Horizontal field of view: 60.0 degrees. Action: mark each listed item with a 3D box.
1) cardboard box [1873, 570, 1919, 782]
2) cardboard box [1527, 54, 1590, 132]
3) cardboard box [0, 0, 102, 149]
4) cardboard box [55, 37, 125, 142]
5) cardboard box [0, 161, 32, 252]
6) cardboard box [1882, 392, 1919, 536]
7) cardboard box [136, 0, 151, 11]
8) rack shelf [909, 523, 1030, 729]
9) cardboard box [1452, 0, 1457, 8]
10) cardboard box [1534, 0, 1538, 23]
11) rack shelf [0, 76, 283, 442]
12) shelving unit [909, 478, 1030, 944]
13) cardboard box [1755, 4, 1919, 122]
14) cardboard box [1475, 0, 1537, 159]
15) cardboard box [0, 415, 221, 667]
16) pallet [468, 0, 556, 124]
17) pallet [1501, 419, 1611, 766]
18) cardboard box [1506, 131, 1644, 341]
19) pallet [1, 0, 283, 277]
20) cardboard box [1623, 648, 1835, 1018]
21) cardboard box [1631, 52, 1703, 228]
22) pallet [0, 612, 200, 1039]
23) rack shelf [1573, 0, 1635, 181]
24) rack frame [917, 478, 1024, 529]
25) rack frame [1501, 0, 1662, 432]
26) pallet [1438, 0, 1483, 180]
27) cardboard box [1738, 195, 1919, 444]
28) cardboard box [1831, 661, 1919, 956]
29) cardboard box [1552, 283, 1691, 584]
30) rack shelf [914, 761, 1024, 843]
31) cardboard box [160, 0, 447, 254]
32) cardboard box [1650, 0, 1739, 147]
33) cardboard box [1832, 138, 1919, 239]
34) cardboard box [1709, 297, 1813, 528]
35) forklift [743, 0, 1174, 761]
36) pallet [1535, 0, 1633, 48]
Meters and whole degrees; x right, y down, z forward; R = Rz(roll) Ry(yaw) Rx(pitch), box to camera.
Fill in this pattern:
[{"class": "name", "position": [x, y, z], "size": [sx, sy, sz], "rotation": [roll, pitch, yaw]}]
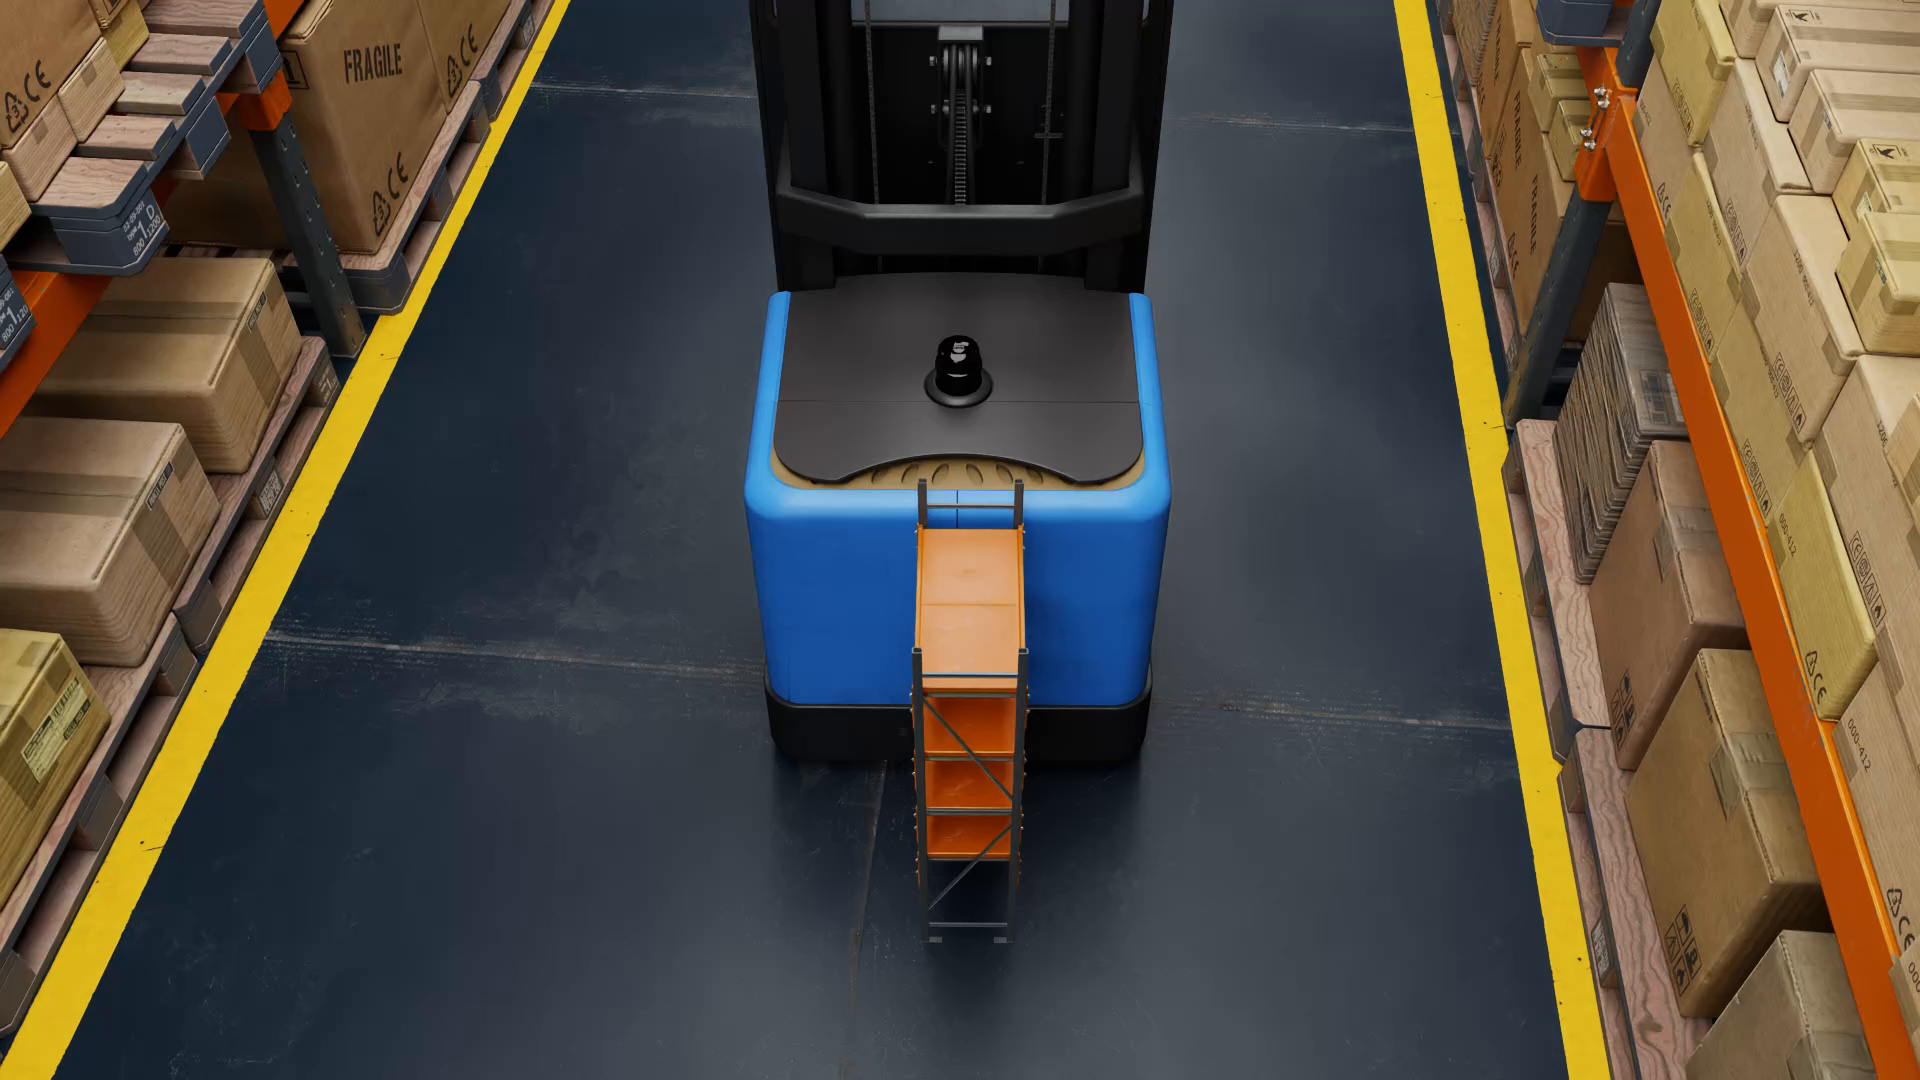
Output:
[{"class": "cardboard box", "position": [1.854, 0.302, 2.704], "size": [0.500, 0.250, 0.500], "rotation": [5, 48, 4]}, {"class": "cardboard box", "position": [2.123, -1.487, 5.547], "size": [0.380, 0.149, 0.250], "rotation": [2, 48, 2]}, {"class": "cardboard box", "position": [-2.408, -1.261, 3.817], "size": [0.500, 0.500, 0.500], "rotation": [3, 48, 3]}, {"class": "cardboard box", "position": [-2.334, -1.129, 4.135], "size": [0.380, 0.149, 0.250], "rotation": [4, 48, 3]}, {"class": "cardboard box", "position": [-2.376, -0.741, 3.781], "size": [0.380, 0.149, 0.250], "rotation": [5, 48, 4]}, {"class": "cardboard box", "position": [1.816, -0.108, 2.808], "size": [0.380, 0.149, 0.250], "rotation": [3, 48, 2]}, {"class": "cardboard box", "position": [-2.403, -1.519, 4.492], "size": [0.380, 0.149, 0.250], "rotation": [5, 48, 5]}, {"class": "rack shelf", "position": [0.022, 0.187, 3.734], "size": [0.258, 0.148, 0.480], "rotation": [0, 48, 0]}, {"class": "cardboard box", "position": [2.344, -2.526, 6.937], "size": [0.500, 0.500, 0.500], "rotation": [3, 48, 2]}, {"class": "cardboard box", "position": [2.260, -1.869, 5.896], "size": [0.380, 0.149, 0.250], "rotation": [5, 48, 5]}, {"class": "rack shelf", "position": [-2.790, -0.006, 3.710], "size": [1.077, 0.370, 4.000], "rotation": [4, 48, 4]}, {"class": "shelving unit", "position": [0.022, 0.452, 4.024], "size": [0.258, 1.200, 0.503], "rotation": [0, 48, 0]}, {"class": "cardboard box", "position": [1.993, -1.039, 3.660], "size": [0.380, 0.149, 0.250], "rotation": [5, 48, 5]}, {"class": "cardboard box", "position": [2.262, -1.763, 6.239], "size": [0.500, 0.500, 0.500], "rotation": [6, 48, 5]}, {"class": "cardboard box", "position": [-2.728, -0.016, 4.728], "size": [0.950, 0.372, 0.625], "rotation": [3, 48, 3]}, {"class": "pallet", "position": [-2.347, -2.246, 7.161], "size": [1.003, 0.211, 1.213], "rotation": [4, 48, 4]}, {"class": "pallet", "position": [2.222, 0.156, 4.964], "size": [1.003, 0.211, 1.213], "rotation": [4, 48, 4]}, {"class": "cardboard box", "position": [2.161, -1.011, 5.551], "size": [0.500, 0.500, 0.500], "rotation": [5, 48, 5]}, {"class": "pallet", "position": [-2.566, -1.123, 4.374], "size": [1.213, 0.211, 1.003], "rotation": [4, 48, 4]}, {"class": "cardboard box", "position": [2.153, 0.705, 3.897], "size": [0.875, 0.625, 0.625], "rotation": [2, 48, 2]}, {"class": "cardboard box", "position": [2.052, -1.027, 4.258], "size": [0.500, 0.250, 0.500], "rotation": [4, 48, 4]}, {"class": "pallet", "position": [-2.794, 0.691, 4.475], "size": [1.003, 0.211, 1.213], "rotation": [4, 48, 4]}, {"class": "rack shelf", "position": [2.518, -2.614, 6.096], "size": [1.077, 0.370, 4.000], "rotation": [4, 48, 4]}, {"class": "rack frame", "position": [0.024, 0.272, 4.188], "size": [0.240, 1.200, 0.015], "rotation": [0, 48, 0]}, {"class": "rack frame", "position": [2.336, -1.388, 4.486], "size": [1.000, 3.000, 0.127], "rotation": [4, 48, 4]}, {"class": "pallet", "position": [2.556, -1.887, 6.833], "size": [1.003, 0.211, 1.213], "rotation": [4, 48, 4]}, {"class": "cardboard box", "position": [1.940, -0.445, 3.387], "size": [0.500, 0.250, 0.500], "rotation": [3, 48, 3]}, {"class": "cardboard box", "position": [1.873, 0.482, 2.878], "size": [0.500, 0.250, 0.500], "rotation": [4, 48, 4]}, {"class": "cardboard box", "position": [2.266, -0.270, 4.789], "size": [0.875, 0.625, 0.625], "rotation": [5, 48, 5]}, {"class": "rack shelf", "position": [0.022, 0.497, 4.073], "size": [0.258, 0.148, 0.480], "rotation": [0, 48, 0]}, {"class": "cardboard box", "position": [-2.462, -1.645, 5.877], "size": [0.875, 0.875, 0.875], "rotation": [3, 48, 3]}, {"class": "cardboard box", "position": [2.027, -1.198, 4.076], "size": [0.500, 0.250, 0.500], "rotation": [4, 48, 3]}, {"class": "cardboard box", "position": [1.988, -0.659, 3.313], "size": [0.380, 0.149, 0.250], "rotation": [4, 48, 4]}, {"class": "cardboard box", "position": [1.962, -0.279, 3.574], "size": [0.500, 0.250, 0.500], "rotation": [2, 48, 2]}, {"class": "forklift", "position": [0.004, -1.448, 4.589], "size": [1.130, 2.935, 3.031], "rotation": [0, 48, 0]}, {"class": "pallet", "position": [2.328, -1.826, 5.017], "size": [1.213, 0.211, 1.003], "rotation": [4, 48, 4]}]
